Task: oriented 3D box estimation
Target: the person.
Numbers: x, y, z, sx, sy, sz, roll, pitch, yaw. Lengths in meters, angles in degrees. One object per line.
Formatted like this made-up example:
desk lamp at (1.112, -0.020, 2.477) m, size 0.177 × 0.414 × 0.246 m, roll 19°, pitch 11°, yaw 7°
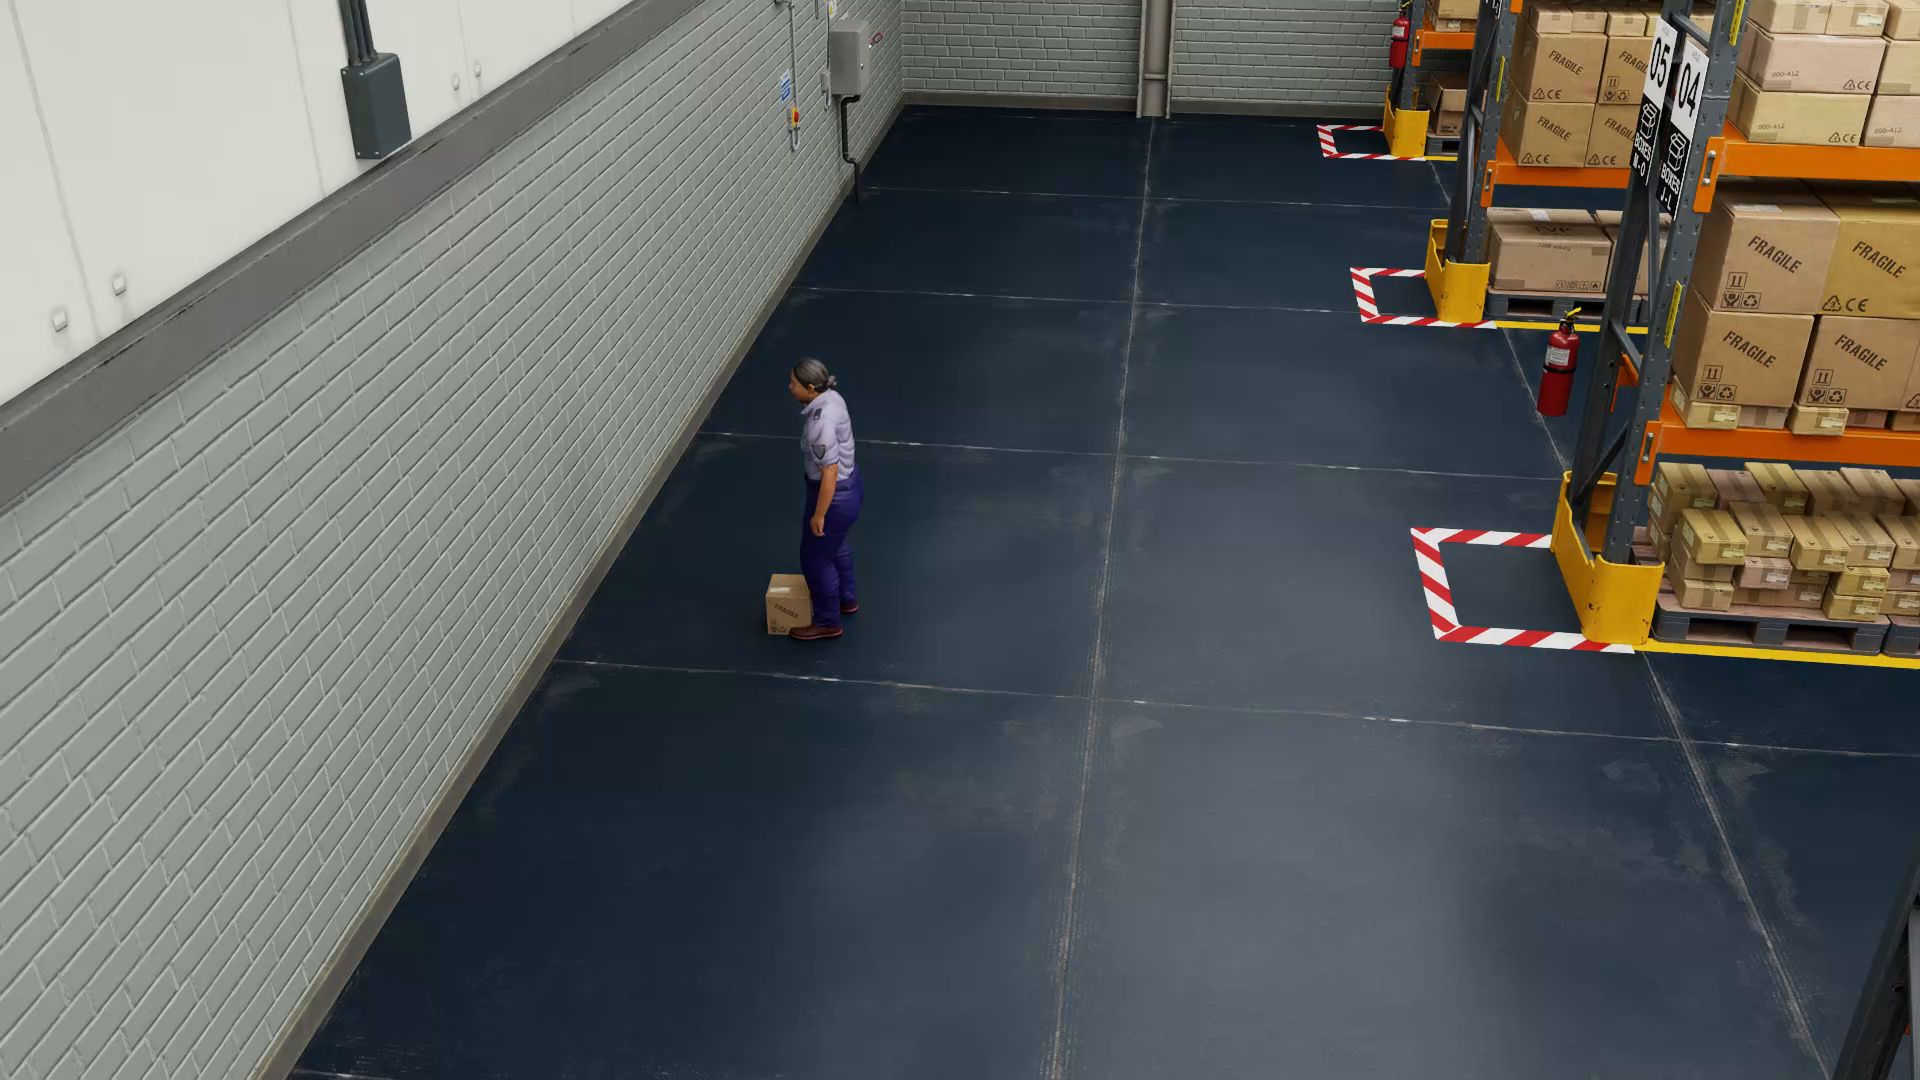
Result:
person at (-0.745, -0.238, 9.069) m, size 0.426 × 1.651 × 0.563 m, roll 2°, pitch 29°, yaw 3°
